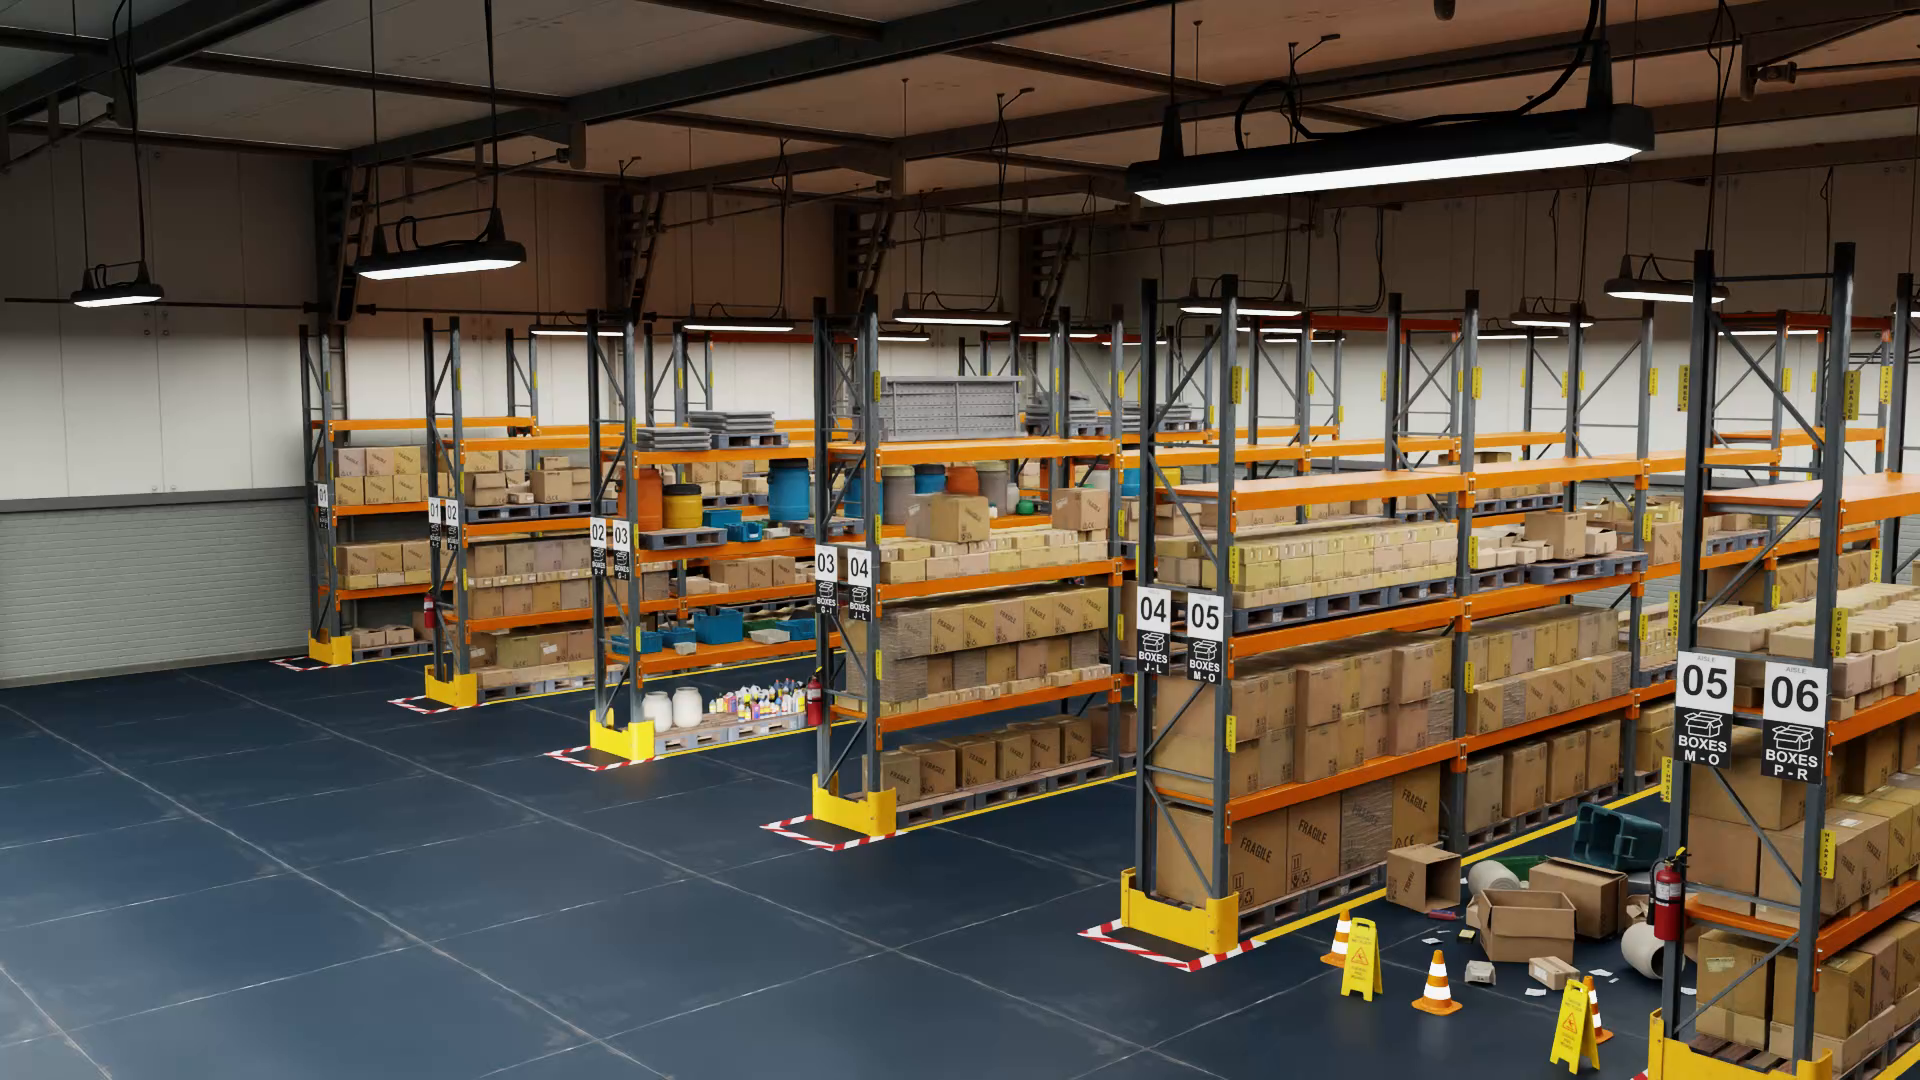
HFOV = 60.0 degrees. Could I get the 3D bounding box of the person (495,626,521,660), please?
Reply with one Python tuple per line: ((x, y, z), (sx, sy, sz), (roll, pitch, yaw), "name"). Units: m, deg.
((-8.103, 1.319, 29.934), (0.506, 1.603, 1.106), (2, 6, 19), "person")
